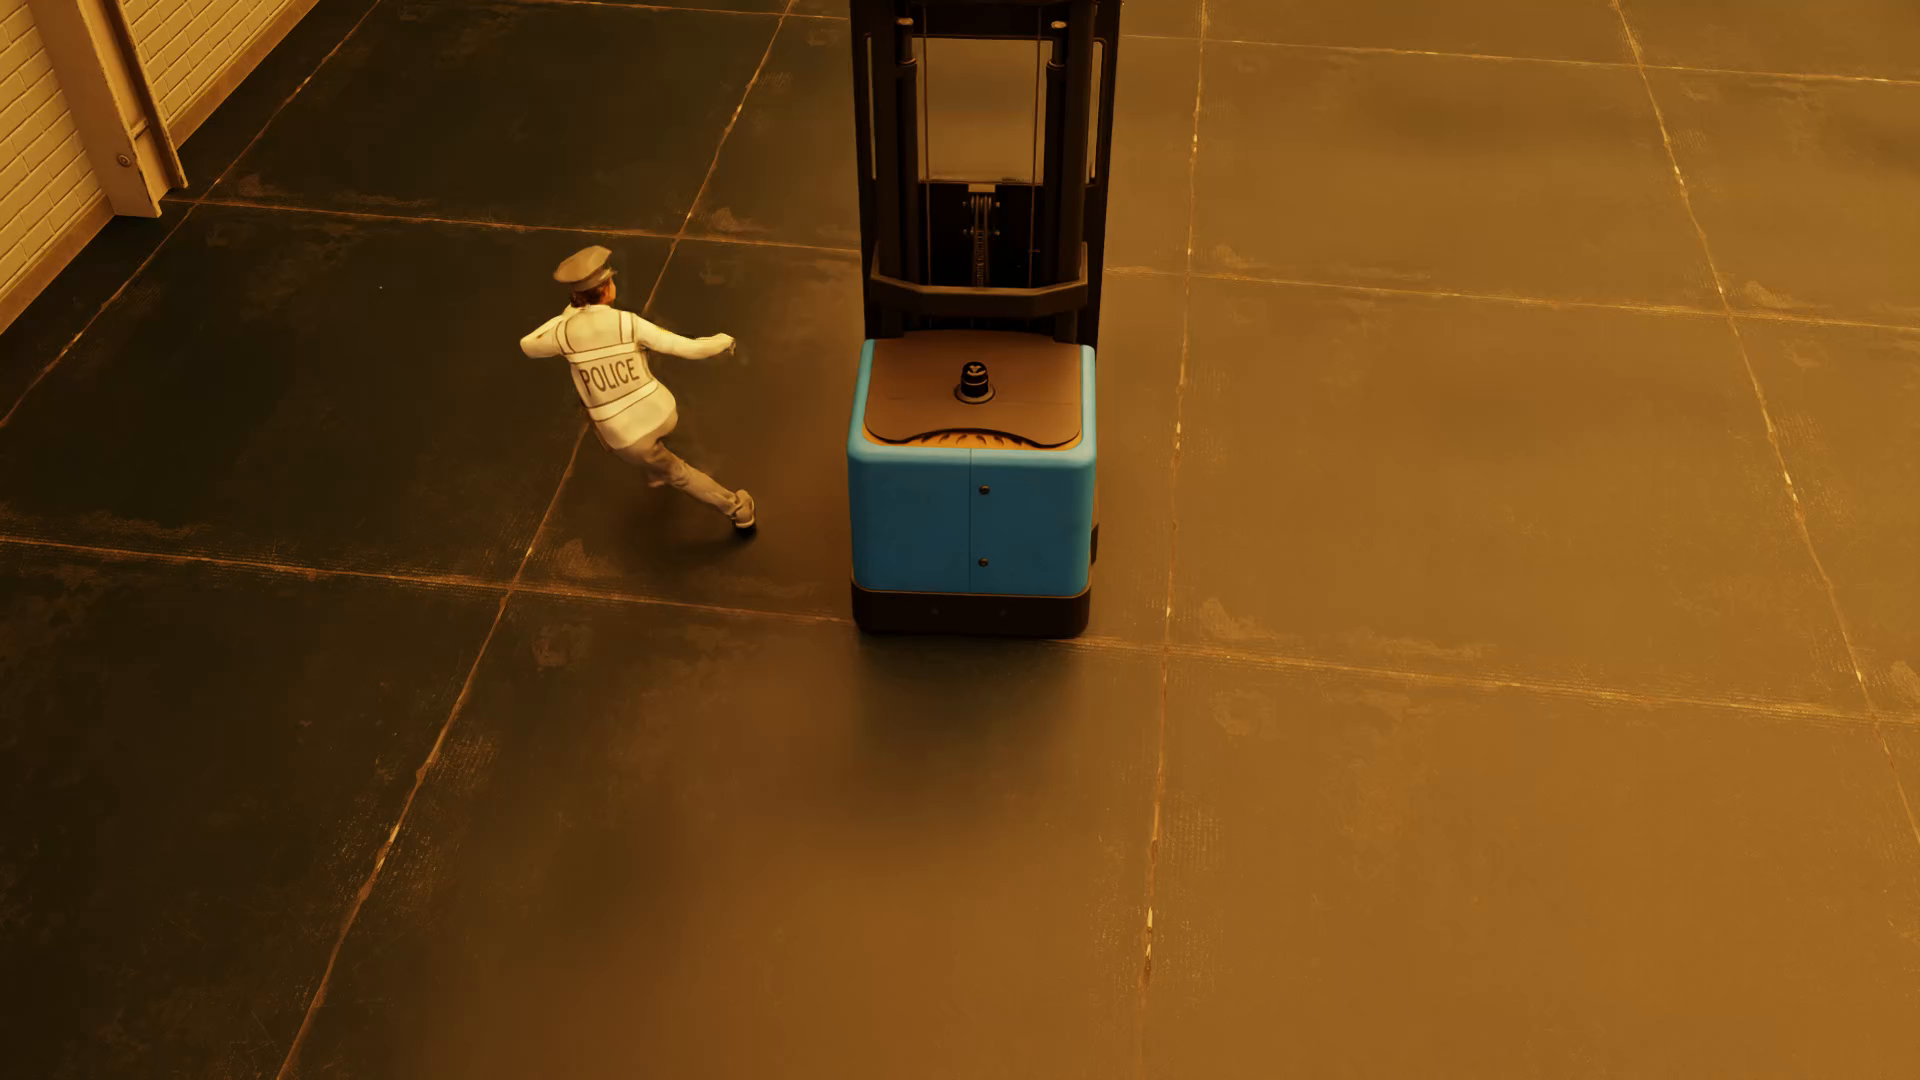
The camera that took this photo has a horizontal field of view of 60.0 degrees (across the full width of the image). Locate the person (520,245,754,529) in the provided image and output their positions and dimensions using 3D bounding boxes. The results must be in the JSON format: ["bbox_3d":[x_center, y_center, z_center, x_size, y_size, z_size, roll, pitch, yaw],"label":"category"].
[{"bbox_3d":[-1.449,-0.693,7.573,0.916,1.432,0.836,-20,46,-20],"label":"person"}]

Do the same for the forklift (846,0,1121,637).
[{"bbox_3d":[0.113,-1.636,7.505,1.130,2.935,3.031,2,43,2],"label":"forklift"}]
